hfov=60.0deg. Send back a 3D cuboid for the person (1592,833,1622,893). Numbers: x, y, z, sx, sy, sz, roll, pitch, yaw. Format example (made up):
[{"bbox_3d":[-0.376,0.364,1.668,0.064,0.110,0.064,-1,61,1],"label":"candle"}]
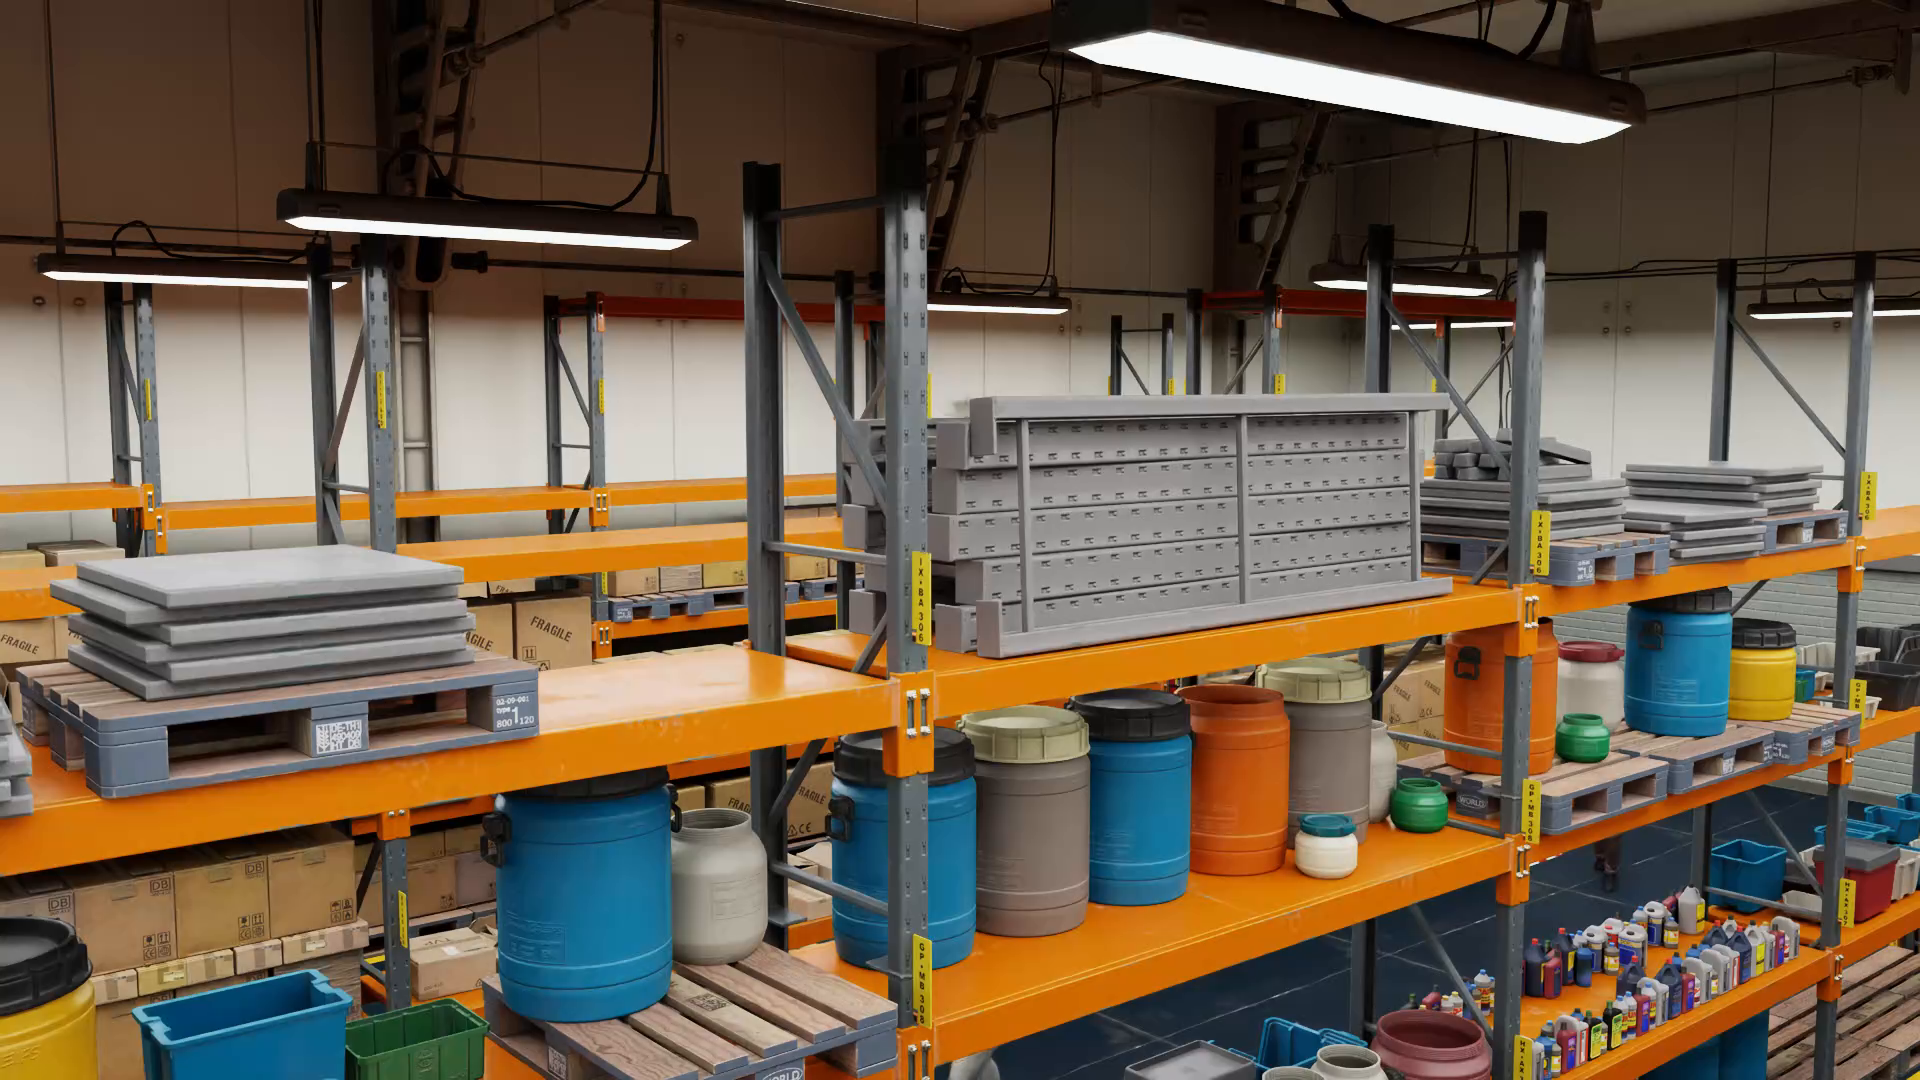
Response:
[{"bbox_3d":[6.640,2.670,17.045,0.645,1.781,0.847,3,6,27],"label":"person"}]

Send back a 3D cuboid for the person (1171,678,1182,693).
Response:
[{"bbox_3d":[2.672,2.413,19.645,0.738,1.742,0.565,3,6,28],"label":"person"}]

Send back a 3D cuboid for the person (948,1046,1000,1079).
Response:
[{"bbox_3d":[0.050,3.325,11.260,0.828,1.605,0.683,-3,6,-29],"label":"person"}]
